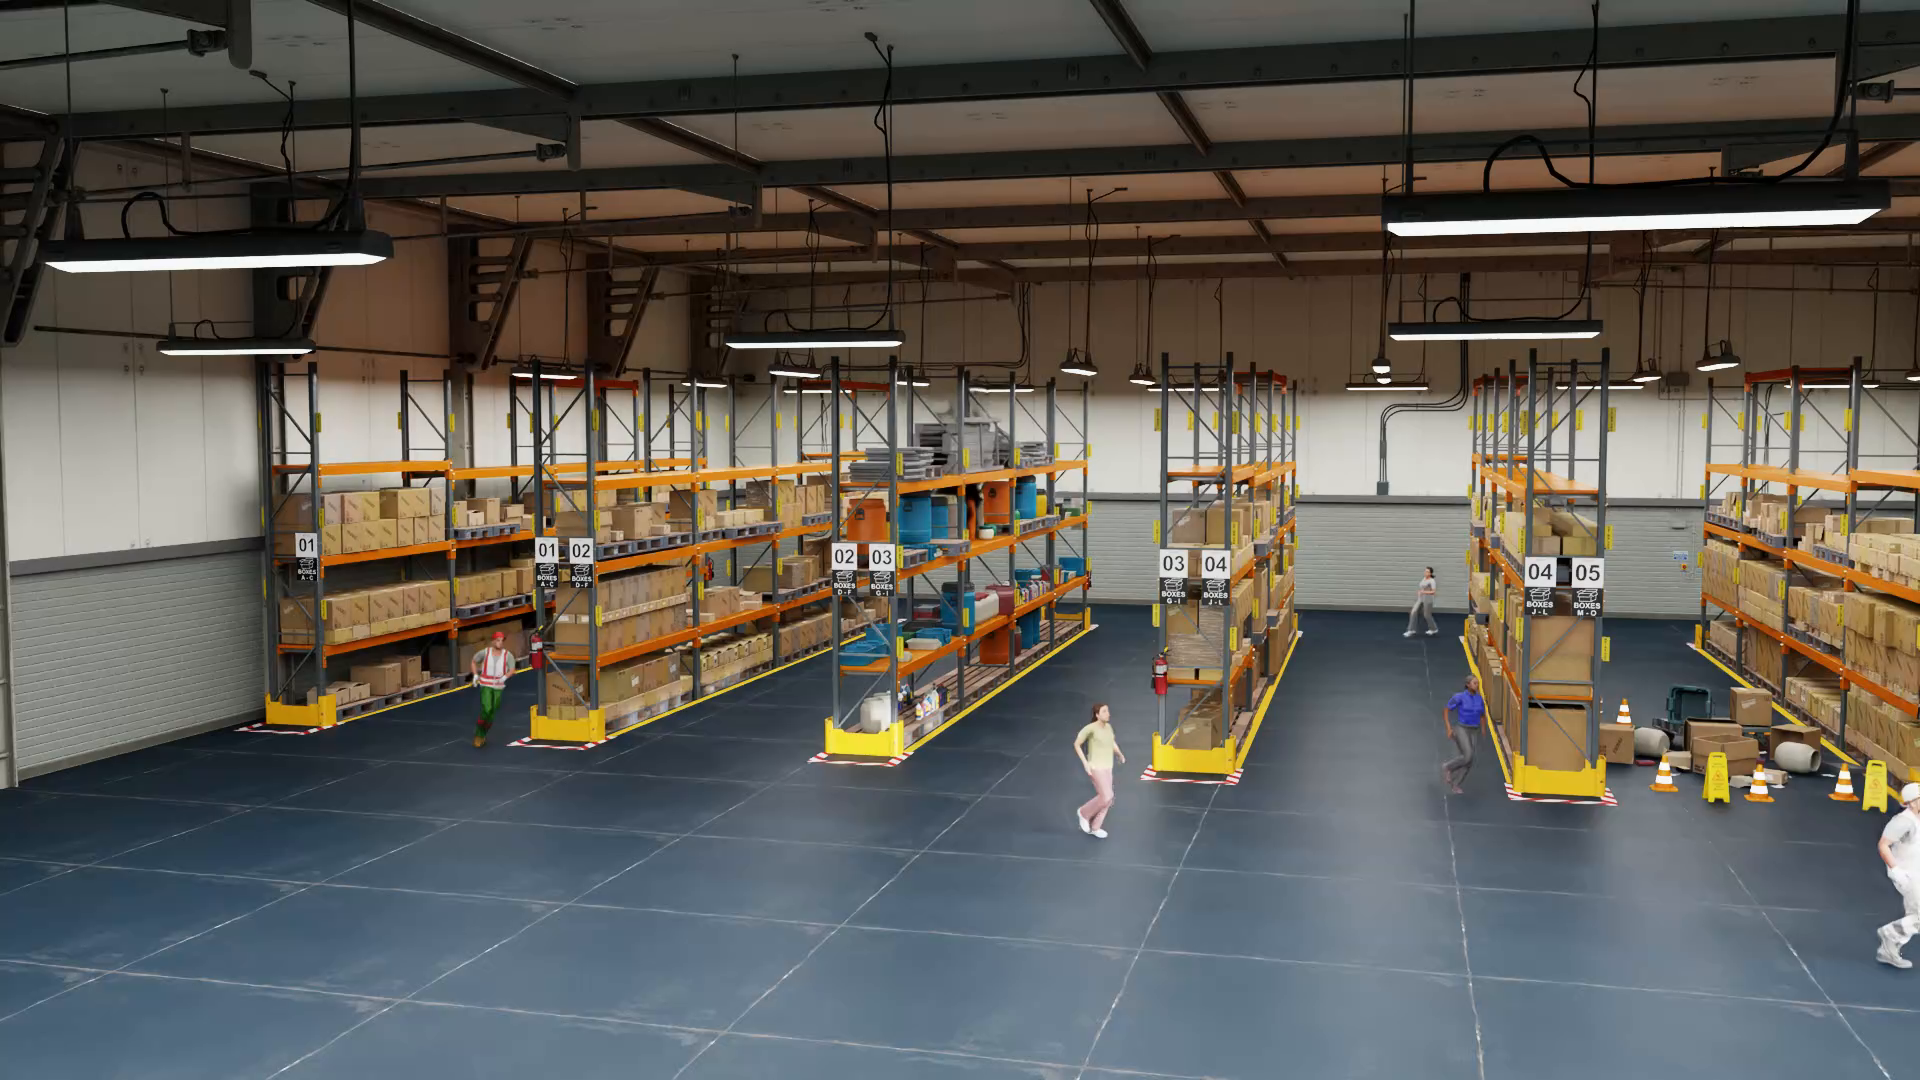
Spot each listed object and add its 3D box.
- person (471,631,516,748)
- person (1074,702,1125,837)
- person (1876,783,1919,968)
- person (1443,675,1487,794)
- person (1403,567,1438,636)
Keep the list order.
[{"bbox_3d":[-7.244,2.313,25.825,0.686,1.781,0.651,-2,5,-29],"label":"person"},{"bbox_3d":[1.708,2.771,20.125,0.533,1.638,0.592,4,6,44],"label":"person"},{"bbox_3d":[8.719,3.075,15.188,0.608,1.719,0.590,-4,5,-42],"label":"person"},{"bbox_3d":[6.899,2.635,22.516,0.613,1.568,0.506,-1,4,-20],"label":"person"},{"bbox_3d":[10.863,1.434,38.724,0.885,1.646,0.603,-2,4,-25],"label":"person"}]
